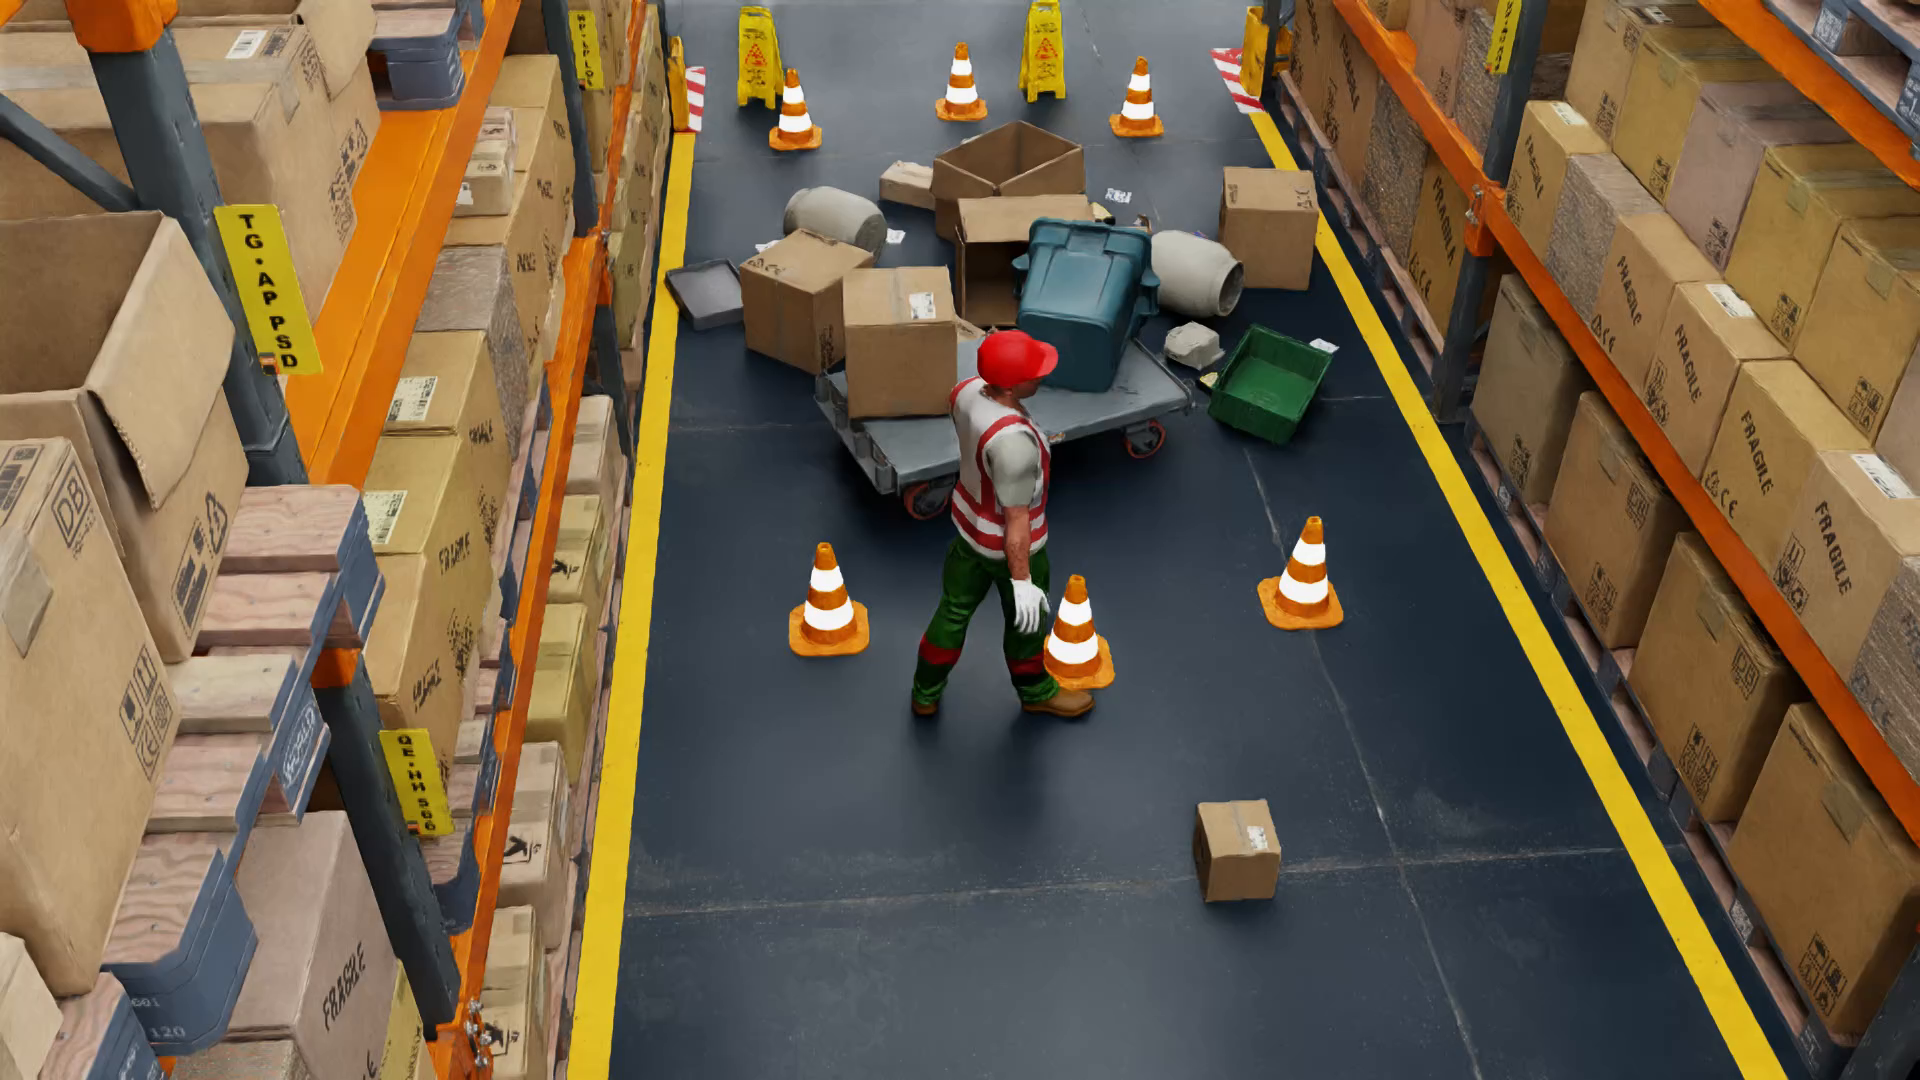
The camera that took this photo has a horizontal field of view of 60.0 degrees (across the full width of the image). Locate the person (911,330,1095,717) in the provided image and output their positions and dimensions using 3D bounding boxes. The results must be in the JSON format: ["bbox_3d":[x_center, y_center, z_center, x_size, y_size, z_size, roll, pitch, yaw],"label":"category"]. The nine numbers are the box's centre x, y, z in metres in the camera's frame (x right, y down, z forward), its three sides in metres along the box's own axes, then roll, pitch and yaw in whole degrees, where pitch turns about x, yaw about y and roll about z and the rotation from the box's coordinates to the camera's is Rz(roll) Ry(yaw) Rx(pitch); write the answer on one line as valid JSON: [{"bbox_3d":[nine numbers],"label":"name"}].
[{"bbox_3d":[0.178,0.001,6.134,0.680,1.783,0.741,-17,42,-20],"label":"person"}]
